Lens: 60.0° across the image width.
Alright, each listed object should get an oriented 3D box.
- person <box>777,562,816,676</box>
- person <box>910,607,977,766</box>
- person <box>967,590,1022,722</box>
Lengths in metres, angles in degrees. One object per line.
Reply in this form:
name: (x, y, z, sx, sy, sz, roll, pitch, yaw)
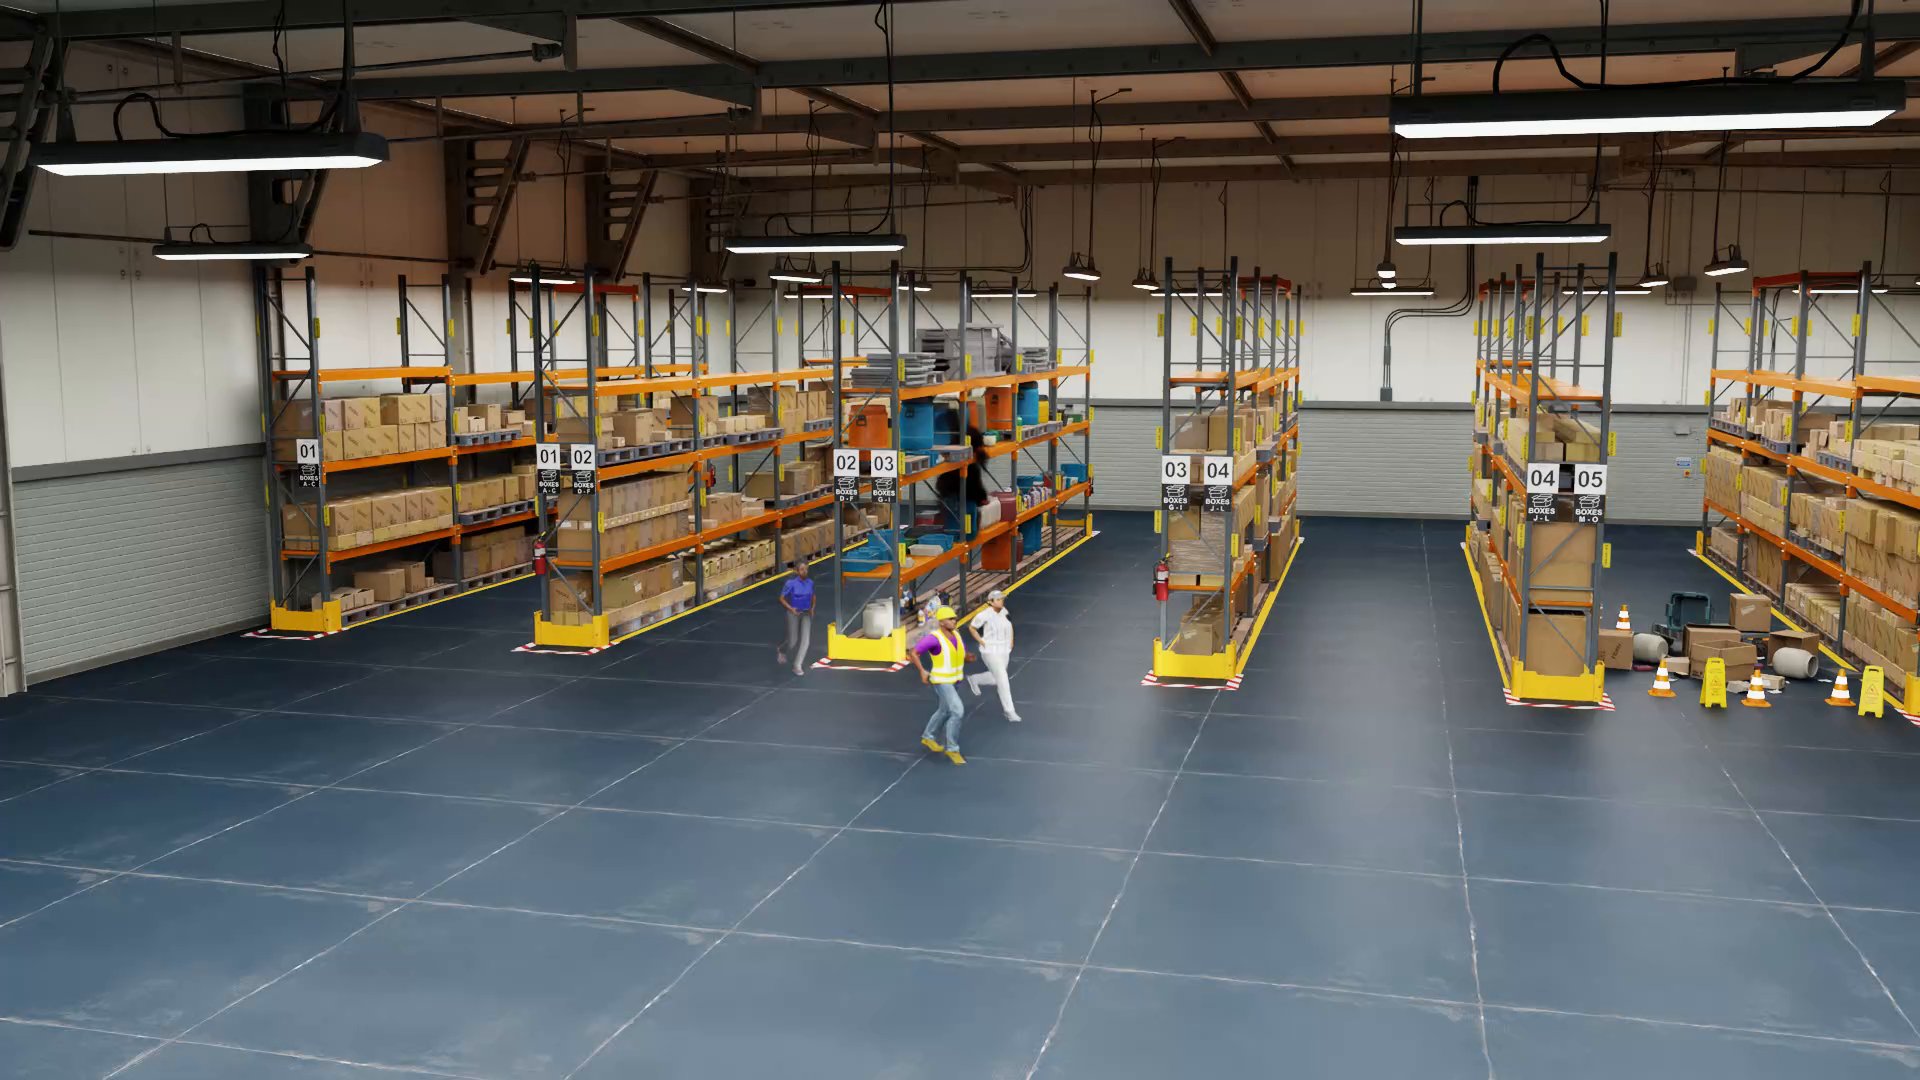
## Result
person: (-2.361, 1.128, 24.367, 0.599, 1.626, 0.712, -4, 8, -28)
person: (-0.160, 1.684, 19.334, 0.777, 1.829, 0.672, 5, 9, 33)
person: (0.450, 1.474, 21.649, 1.059, 1.669, 0.579, 7, 10, 42)
